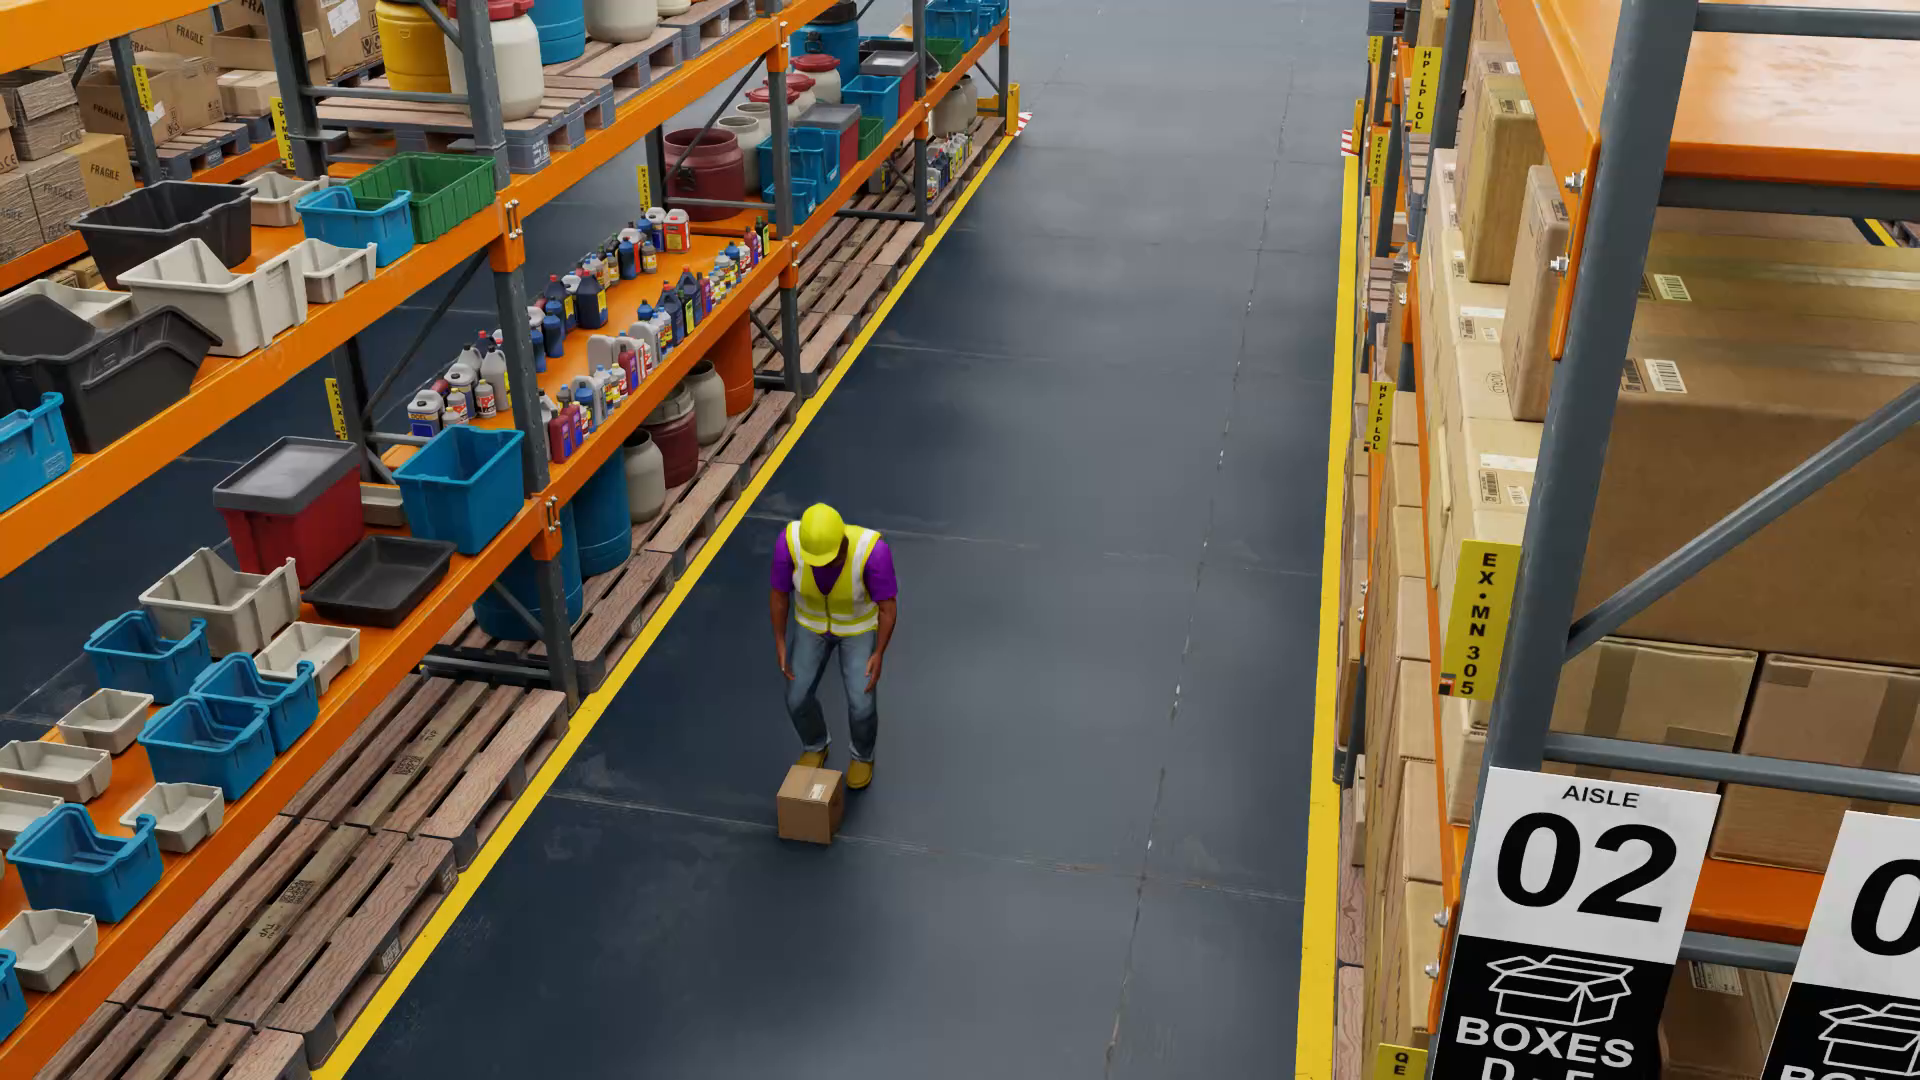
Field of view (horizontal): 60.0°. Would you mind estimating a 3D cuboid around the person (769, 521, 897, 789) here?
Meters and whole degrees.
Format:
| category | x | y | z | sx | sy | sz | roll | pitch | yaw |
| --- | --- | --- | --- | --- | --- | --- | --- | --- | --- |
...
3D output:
| category | x | y | z | sx | sy | sz | roll | pitch | yaw |
| --- | --- | --- | --- | --- | --- | --- | --- | --- | --- |
| person | -12.349 | -2.457 | 5.548 | 23.245 | 9.003 | 7.215 | 6 | 29 | 11 |
